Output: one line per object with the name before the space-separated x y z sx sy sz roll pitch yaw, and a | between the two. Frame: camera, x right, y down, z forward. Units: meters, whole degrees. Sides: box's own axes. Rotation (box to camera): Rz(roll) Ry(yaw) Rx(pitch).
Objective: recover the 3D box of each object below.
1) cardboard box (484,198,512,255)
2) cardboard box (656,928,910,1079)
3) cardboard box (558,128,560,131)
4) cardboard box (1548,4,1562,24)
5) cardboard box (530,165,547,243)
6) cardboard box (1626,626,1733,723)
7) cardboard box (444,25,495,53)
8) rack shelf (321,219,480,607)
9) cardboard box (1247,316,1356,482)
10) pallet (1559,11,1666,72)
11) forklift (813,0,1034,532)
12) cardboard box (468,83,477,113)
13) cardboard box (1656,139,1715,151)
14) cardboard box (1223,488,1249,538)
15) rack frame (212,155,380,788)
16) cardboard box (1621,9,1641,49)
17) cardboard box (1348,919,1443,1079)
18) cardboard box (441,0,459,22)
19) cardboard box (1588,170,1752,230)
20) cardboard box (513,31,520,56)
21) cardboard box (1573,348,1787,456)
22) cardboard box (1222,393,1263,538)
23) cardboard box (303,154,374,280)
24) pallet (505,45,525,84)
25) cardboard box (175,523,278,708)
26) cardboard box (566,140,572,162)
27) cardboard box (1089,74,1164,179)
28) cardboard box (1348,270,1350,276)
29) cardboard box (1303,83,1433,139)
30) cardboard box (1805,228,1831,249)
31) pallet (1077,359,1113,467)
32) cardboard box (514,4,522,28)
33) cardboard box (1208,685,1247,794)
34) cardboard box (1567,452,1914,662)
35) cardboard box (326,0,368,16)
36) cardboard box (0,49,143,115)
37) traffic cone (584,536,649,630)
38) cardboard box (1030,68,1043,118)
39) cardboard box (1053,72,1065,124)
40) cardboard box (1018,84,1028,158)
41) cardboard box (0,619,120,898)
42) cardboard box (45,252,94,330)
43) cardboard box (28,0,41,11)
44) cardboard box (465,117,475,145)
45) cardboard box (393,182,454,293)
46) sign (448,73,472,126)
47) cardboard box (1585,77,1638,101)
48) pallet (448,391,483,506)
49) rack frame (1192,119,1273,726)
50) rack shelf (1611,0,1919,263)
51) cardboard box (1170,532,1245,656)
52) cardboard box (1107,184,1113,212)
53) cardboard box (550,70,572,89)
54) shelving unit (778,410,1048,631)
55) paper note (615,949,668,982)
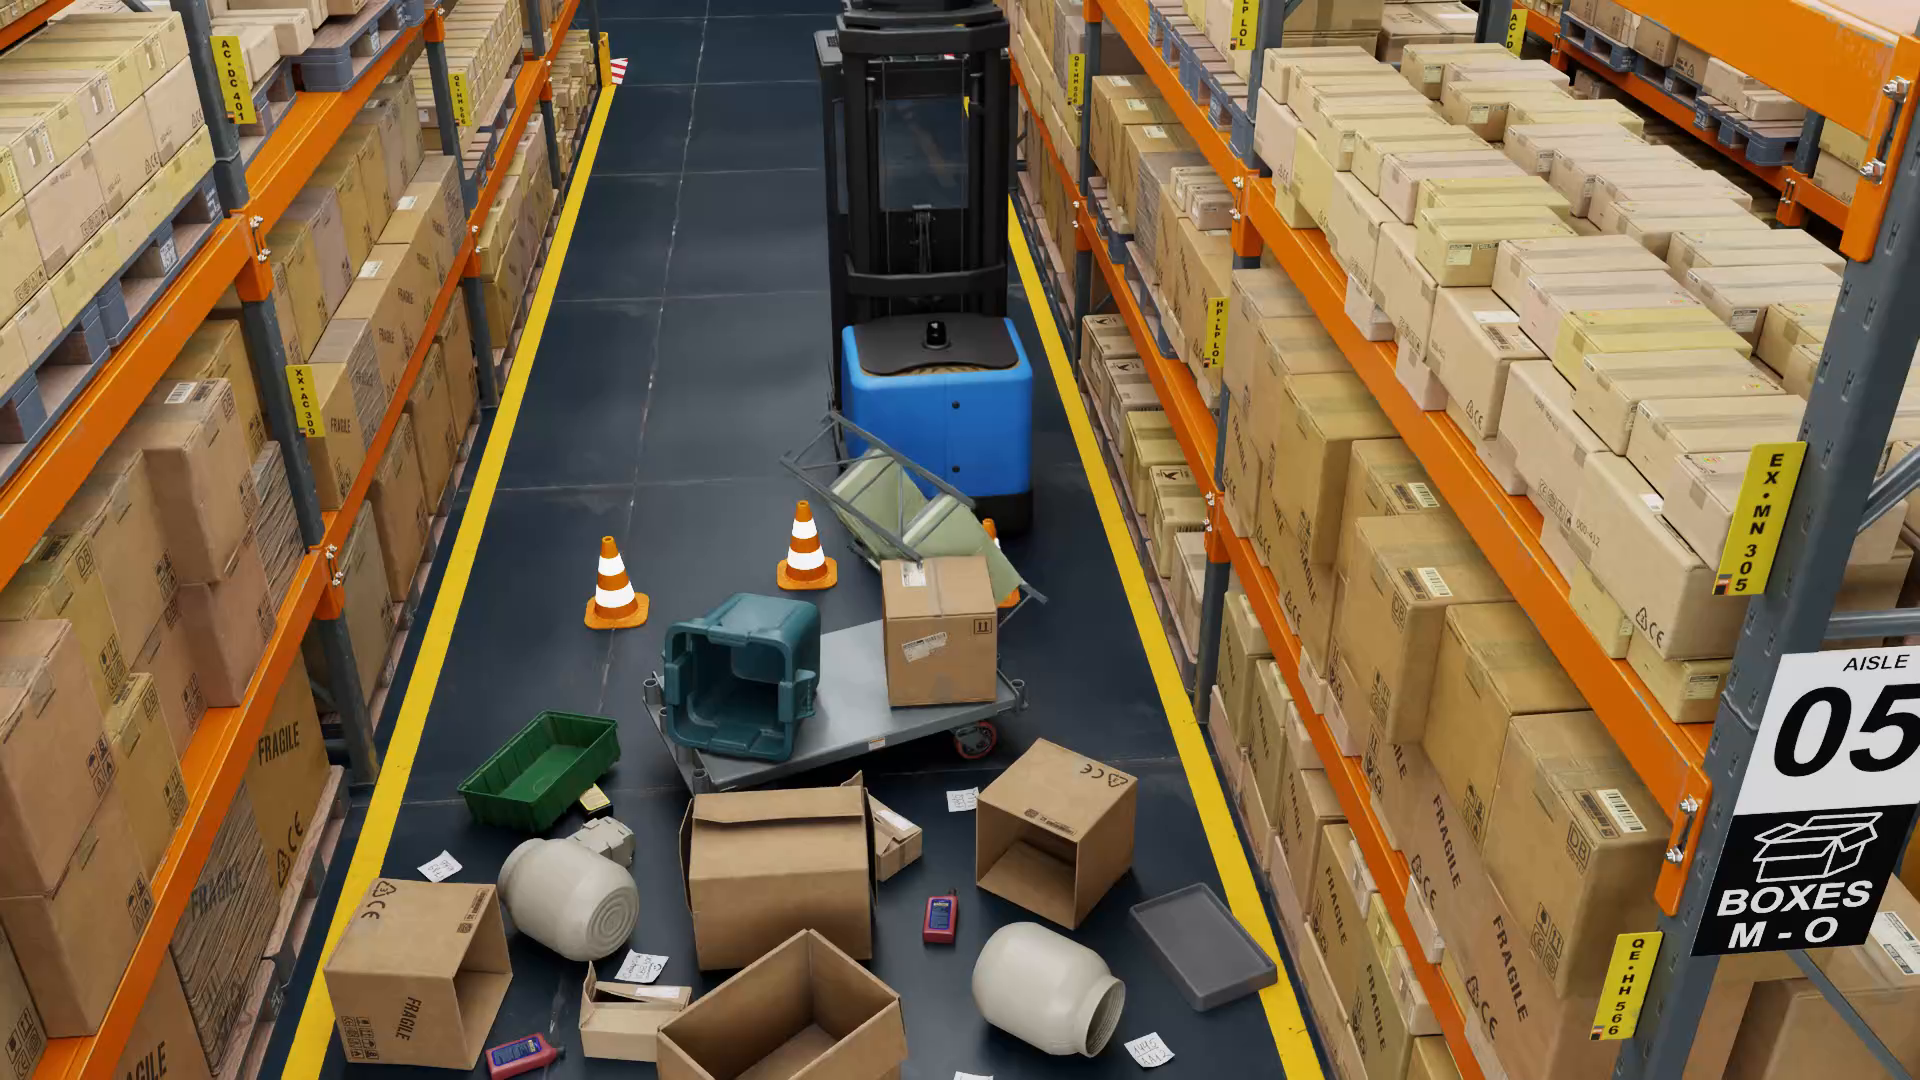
cardboard box | -3.496 -2.232 11.858 0.500 0.250 0.500 -3 31 -5
cardboard box | -0.644 1.912 6.058 0.637 0.503 0.797 27 40 37
cardboard box | -3.909 -3.892 15.422 0.380 0.149 0.250 -4 31 -7
cardboard box | 5.580 -4.794 15.095 0.380 0.149 0.250 -2 31 -4
cardboard box | -3.632 -2.702 13.376 0.500 0.500 0.500 -3 31 -6
cardboard box | 1.729 0.267 3.698 0.380 0.149 0.250 -3 31 -4
cardboard box | -3.646 -3.689 12.256 0.380 0.149 0.250 -4 31 -7
rack shelf | -3.439 -0.850 8.949 1.077 0.370 4.000 -3 31 -5
cardboard box | 1.518 -0.530 6.349 0.700 0.500 0.500 -3 31 -4
pallet | 5.827 -4.255 14.136 1.003 0.211 1.213 -3 31 -5
forklift | -0.286 -1.992 10.227 1.130 2.935 3.031 -4 31 -7
cardboard box | -3.550 -3.040 11.459 0.380 0.149 0.250 -3 31 -4
cardboard box | 5.869 -3.140 13.478 0.380 0.149 0.250 -3 31 -4
cardboard box | 1.377 -0.142 7.308 0.380 0.149 0.250 -3 31 -5
rack frame | -3.252 -0.138 7.055 1.000 3.000 0.127 -3 31 -5
cardboard box | 5.609 -4.146 13.487 0.396 0.266 0.258 -1 31 -2
cardboard box | 1.654 1.631 5.635 0.500 0.500 0.500 -2 31 -3
cardboard box | -4.326 -4.626 14.182 0.500 0.500 0.500 -3 31 -5
cardboard box | 2.154 -1.010 5.059 0.380 0.149 0.250 -2 31 -4
cardboard box | -3.740 -3.969 13.305 0.380 0.149 0.250 -3 31 -4
cardboard box | 1.687 -0.328 3.916 0.380 0.149 0.250 -3 31 -5
cardboard box | 1.431 -0.359 7.039 0.500 0.500 0.500 -3 31 -5
cardboard box | -3.447 -1.642 8.501 0.700 0.500 0.500 -3 31 -5
pallet | -4.073 -3.743 13.278 1.003 0.211 1.213 -3 31 -5
cardboard box | -3.132 0.265 6.234 0.875 0.550 0.550 -3 31 -5
cardboard box | -3.738 -3.516 15.081 0.380 0.149 0.250 -2 31 -3
cardboard box | 1.105 -2.579 10.345 0.500 0.500 0.500 -4 31 -6
cardboard box | 1.552 -0.911 5.670 0.380 0.149 0.250 -4 31 -6
cardboard box | 1.441 -1.506 5.888 0.380 0.149 0.250 -4 31 -6
cardboard box | 5.982 -2.021 12.237 0.500 0.500 0.500 -2 31 -3
pallet | 1.365 -0.873 11.005 1.003 0.211 1.213 -3 31 -5
cardboard box | -3.766 -4.229 13.450 0.380 0.149 0.250 -2 31 -3
cardboard box | 1.453 0.888 7.610 0.500 0.250 0.500 -4 31 -7
cardboard box | 1.725 0.016 3.729 0.500 0.250 0.500 -3 31 -5
cardboard box | -3.184 -2.860 8.083 0.500 0.500 0.500 -3 31 -5
cardboard box | -2.854 -1.455 5.295 0.380 0.149 0.250 -3 31 -5
traffic cone | -1.874 0.194 8.973 0.336 0.463 0.334 -3 31 -5
cardboard box | 0.817 -3.427 12.709 0.500 0.250 0.500 -3 31 -5
cardboard box | 0.944 -3.116 11.700 0.500 0.250 0.500 -4 31 -6
cardboard box | 0.968 -3.917 15.472 0.875 0.438 0.875 -3 31 -5
cardboard box | -2.934 0.616 4.594 0.875 0.550 0.550 -3 31 -5
cardboard box | -2.779 -0.720 4.843 0.380 0.149 0.250 -3 31 -5
cardboard box | -8.817 -5.024 15.481 0.380 0.149 0.250 -2 31 -4
cardboard box | -3.517 -2.765 11.290 0.380 0.149 0.250 -1 31 -2
cardboard box | -3.271 -1.751 9.659 0.500 0.500 0.500 -3 31 -5
sign | -3.073 -2.705 10.225 0.100 0.325 0.005 -3 31 -5
cardboard box | 5.702 -3.938 14.523 0.380 0.149 0.250 -4 31 -7
pallet | -3.627 -0.577 10.510 1.003 0.211 1.213 -3 31 -5
rack frame | 1.667 -0.427 7.539 1.000 3.000 0.127 -3 31 -5
rack shelf | 1.854 -1.671 4.476 1.077 0.370 4.000 -3 31 -5
cardboard box | 1.616 0.254 8.553 0.950 0.372 0.625 -2 31 -4
cardboard box | 1.111 -2.078 10.140 0.380 0.149 0.250 -5 31 -8
cardboard box | -3.946 -4.419 16.013 0.380 0.149 0.250 -3 31 -4
shelving unit | -0.271 -0.066 8.624 0.431 0.755 1.500 -44 38 -9
paper note | -1.303 1.746 6.805 0.172 0.023 0.155 8 32 13
